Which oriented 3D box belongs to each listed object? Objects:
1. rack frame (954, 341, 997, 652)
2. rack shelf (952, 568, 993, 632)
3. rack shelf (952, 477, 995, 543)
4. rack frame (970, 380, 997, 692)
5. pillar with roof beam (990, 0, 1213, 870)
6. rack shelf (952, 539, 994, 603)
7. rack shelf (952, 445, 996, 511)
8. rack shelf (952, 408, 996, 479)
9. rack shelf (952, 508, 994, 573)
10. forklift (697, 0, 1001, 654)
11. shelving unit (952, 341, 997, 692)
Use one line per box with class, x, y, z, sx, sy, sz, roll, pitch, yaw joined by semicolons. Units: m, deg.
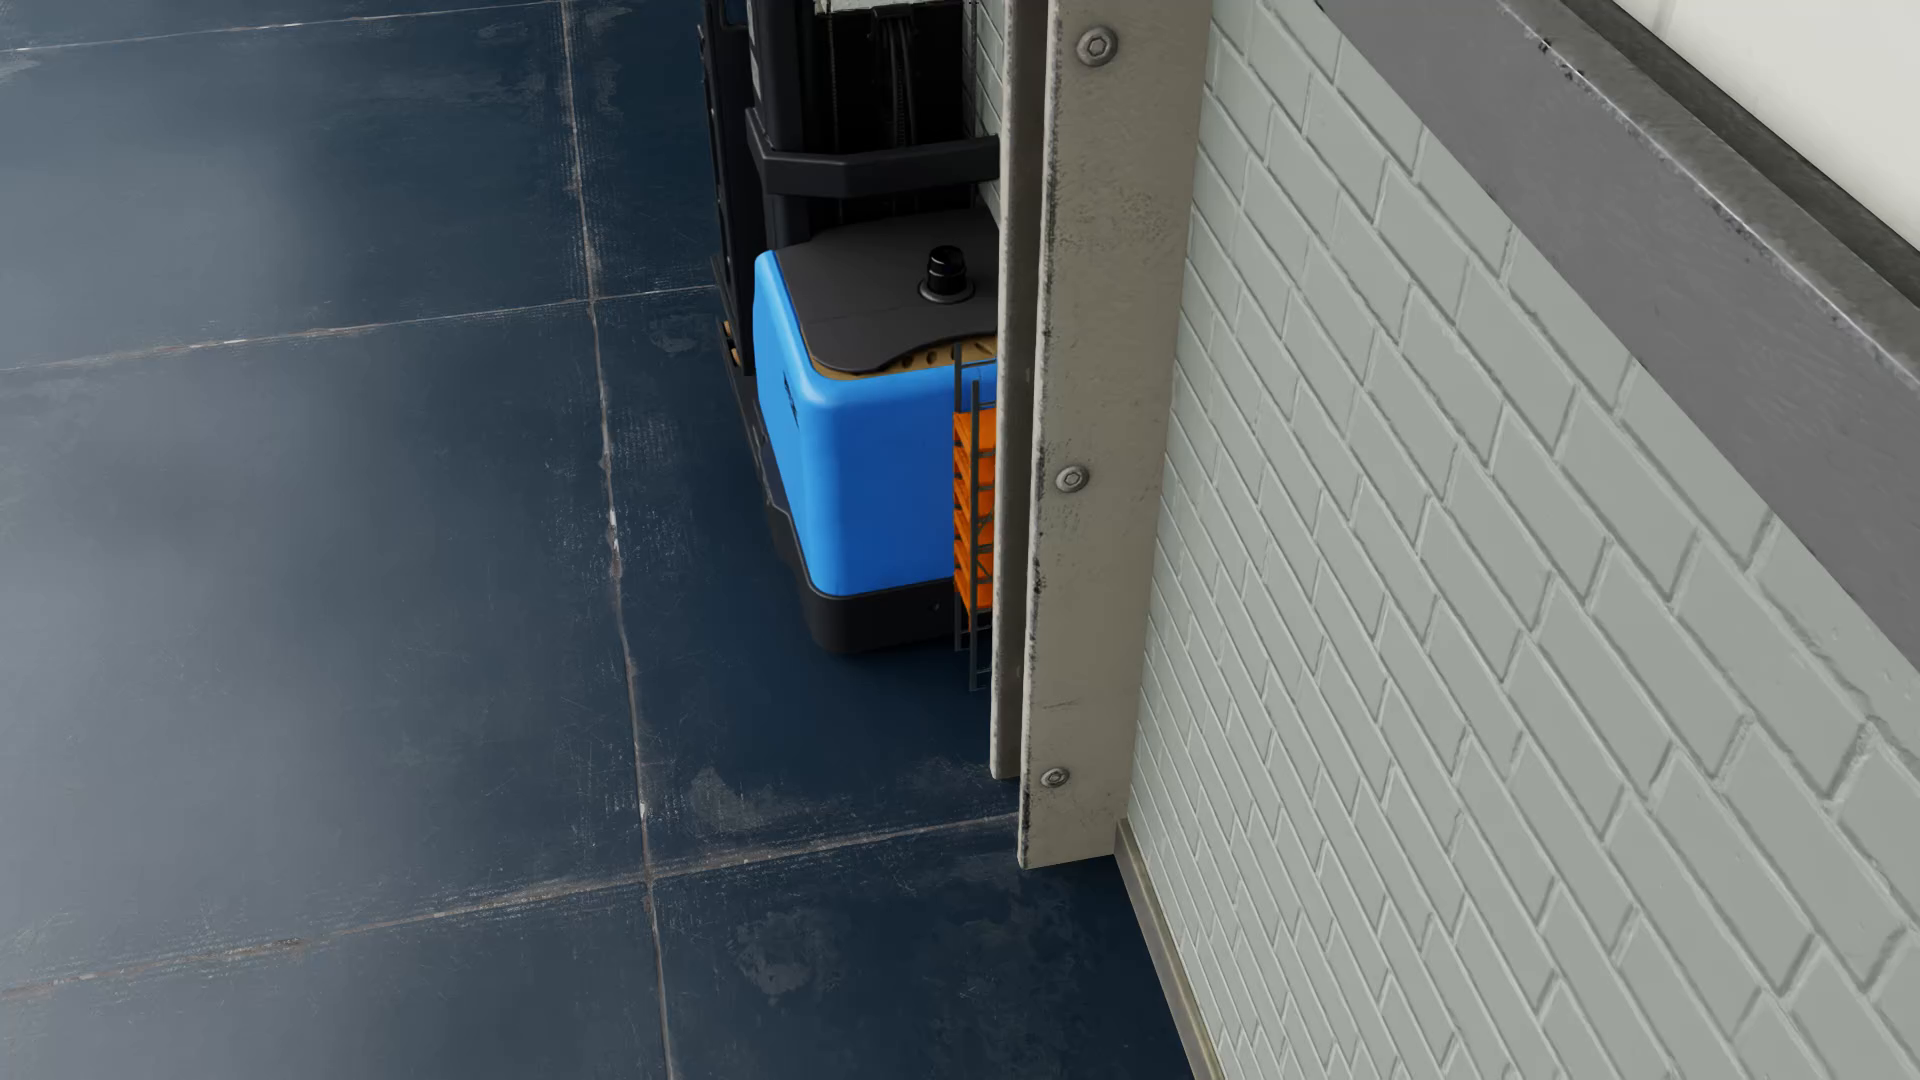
rack frame;0.100;-0.111;4.971;0.240;1.200;0.006;-10;43;-11
rack shelf;0.124;0.161;5.094;0.258;0.103;0.180;-10;43;-11
rack shelf;0.124;-0.109;4.855;0.258;0.103;0.180;-10;43;-11
rack frame;0.147;0.007;4.839;0.240;1.200;0.006;-10;43;-11
pillar with roof beam;-3.922;-1.967;1.187;9.100;9.000;0.400;-8;42;-9
rack shelf;0.124;0.071;5.014;0.258;0.103;0.180;-10;43;-11
rack shelf;0.124;-0.198;4.775;0.258;0.103;0.180;-10;43;-11
rack shelf;0.124;-0.288;4.695;0.258;0.103;0.180;-10;43;-11
rack shelf;0.124;-0.019;4.934;0.258;0.103;0.180;-10;43;-11
forklift;-0.327;-1.728;5.488;1.130;2.935;3.031;-10;43;-11
shelving unit;0.124;-0.052;4.905;0.258;1.200;0.189;-10;43;-11
